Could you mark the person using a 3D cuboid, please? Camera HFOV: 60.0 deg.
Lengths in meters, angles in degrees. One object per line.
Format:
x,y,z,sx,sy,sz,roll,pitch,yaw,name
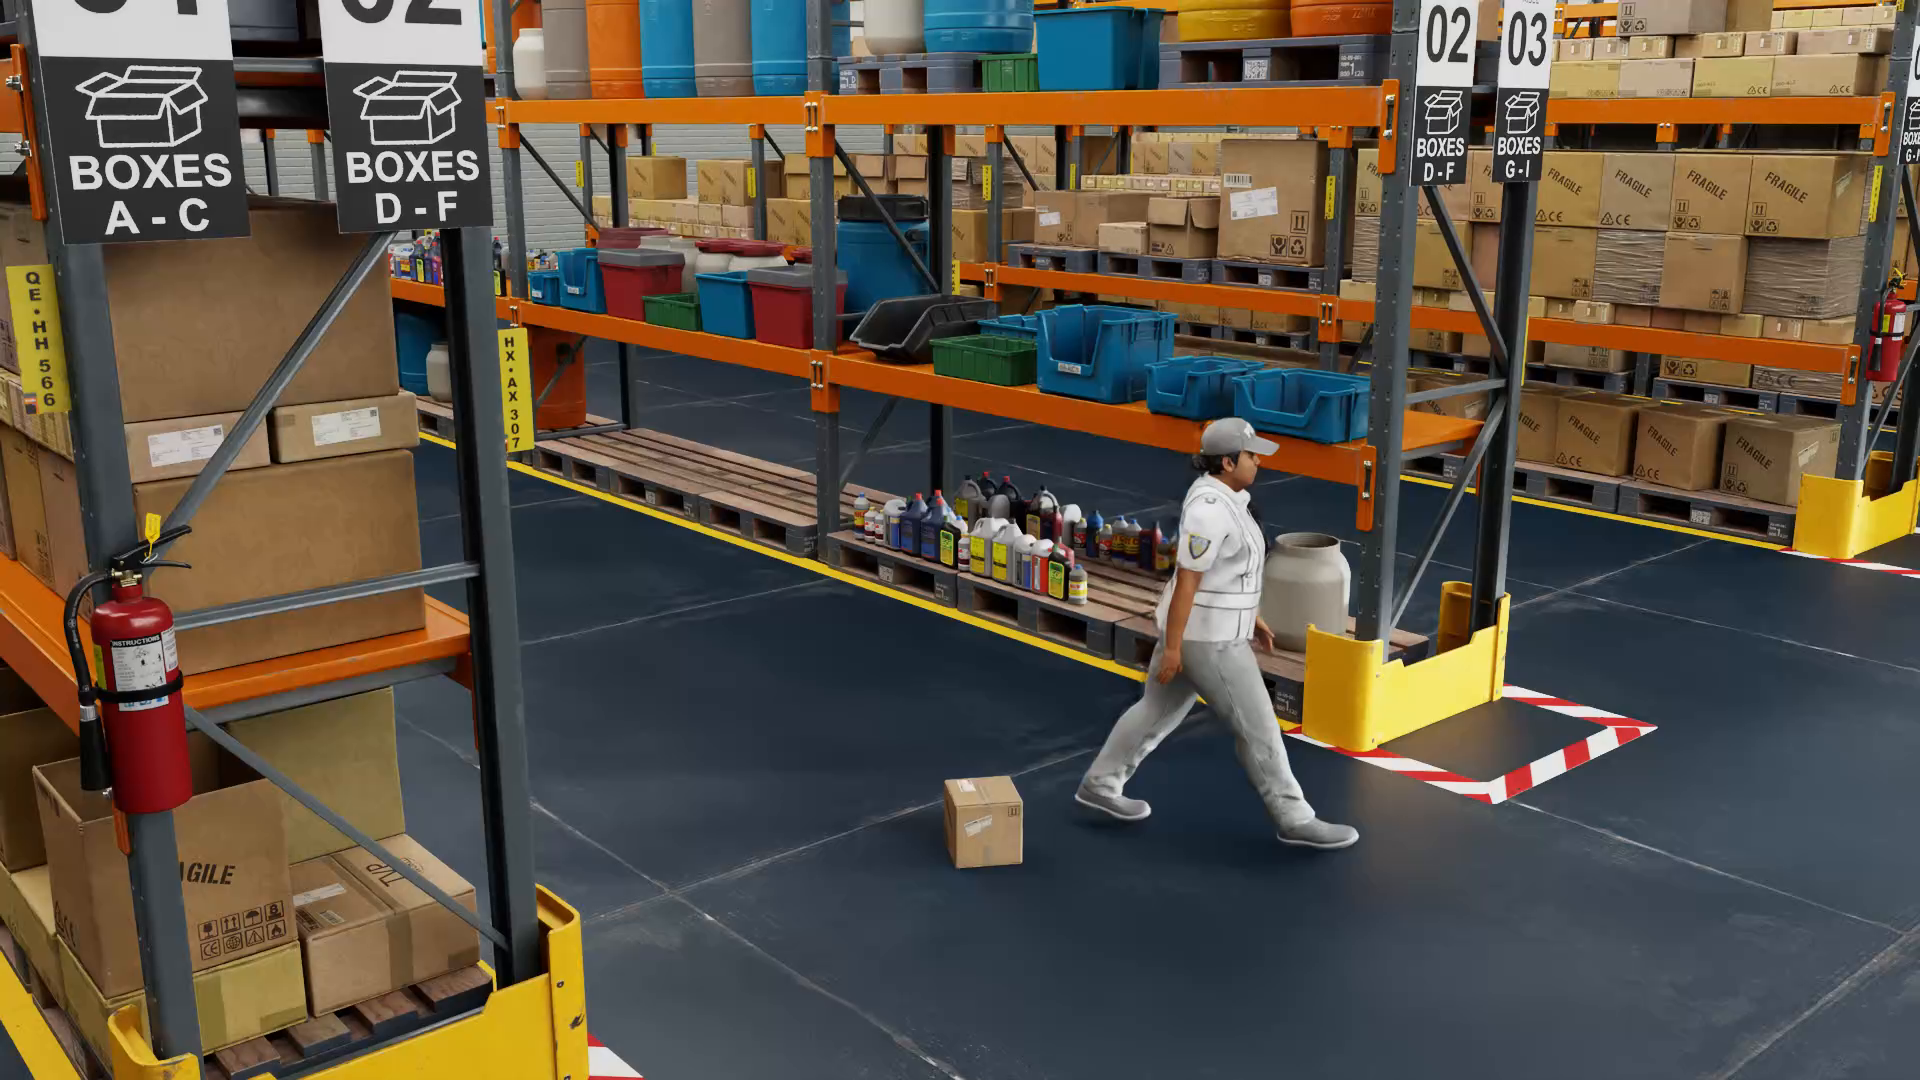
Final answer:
0.972,0.325,6.223,1.060,1.593,0.489,1,14,6,person
